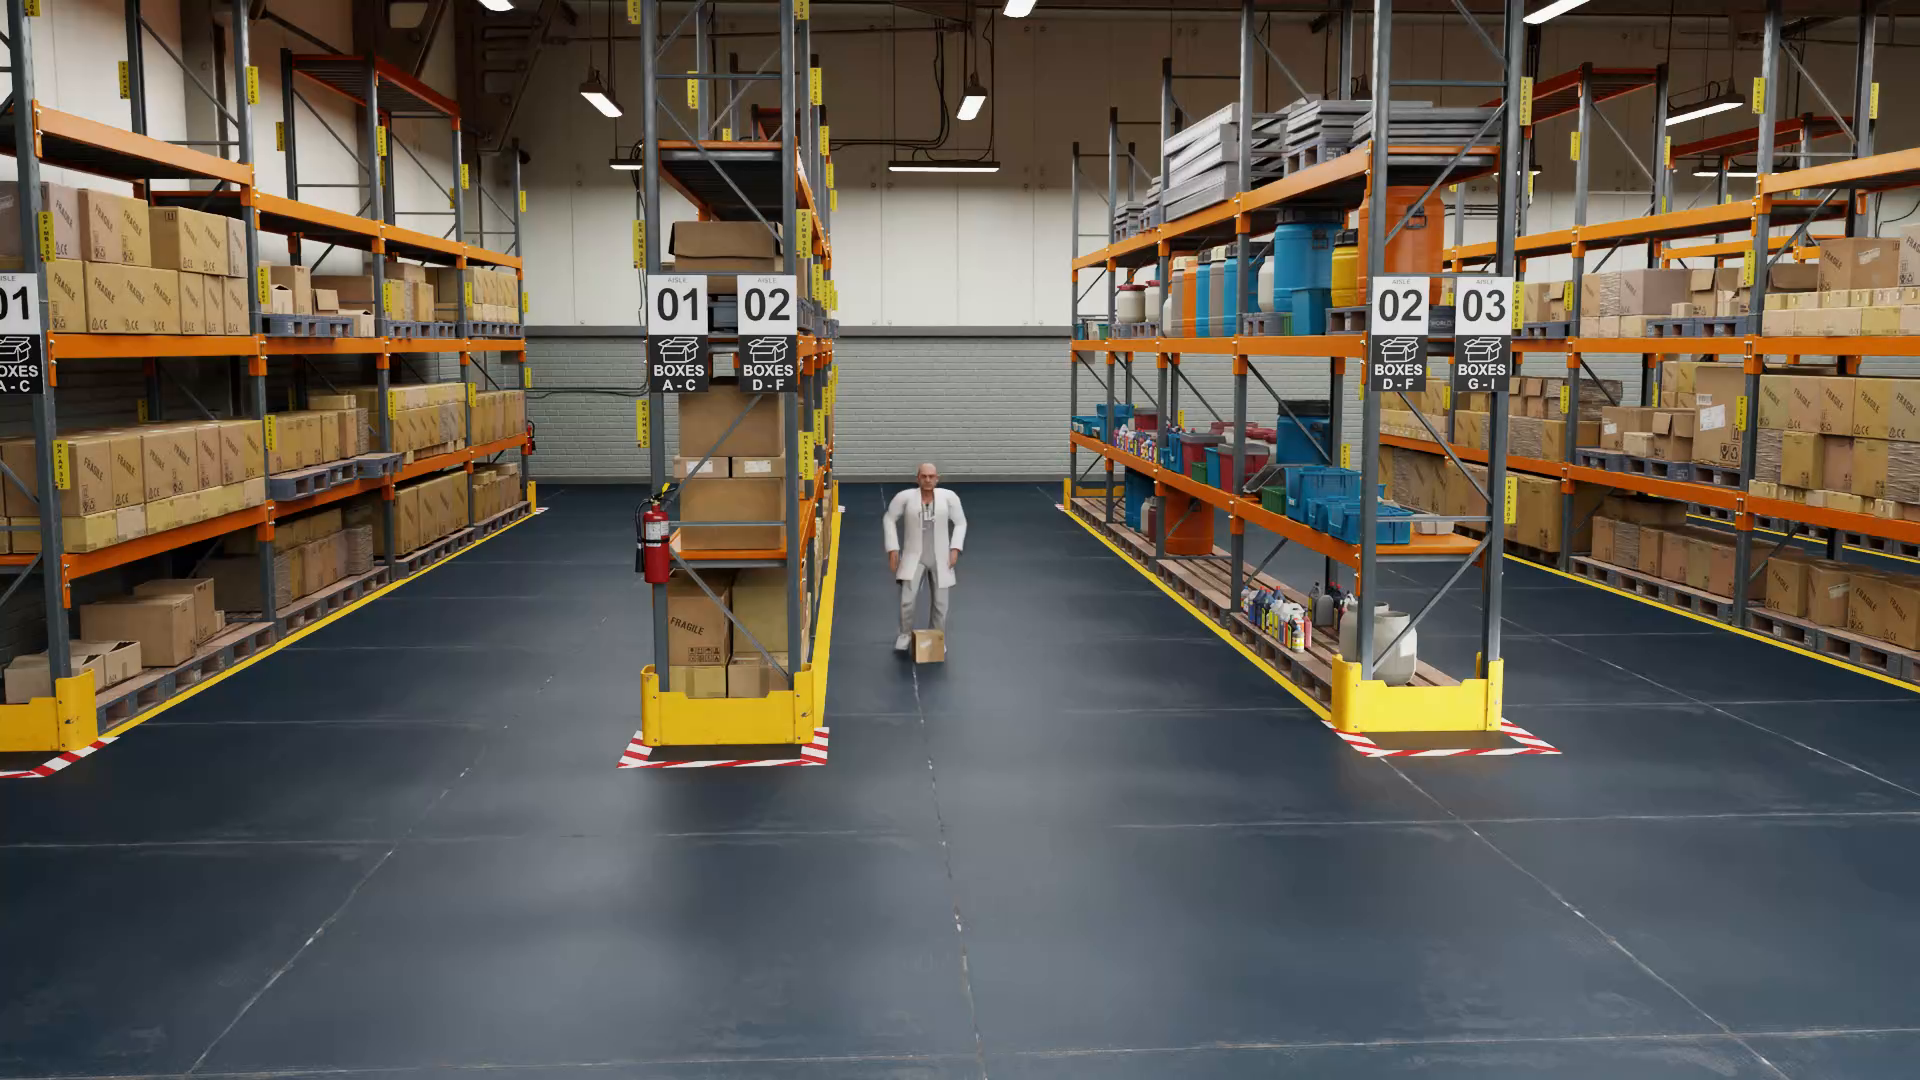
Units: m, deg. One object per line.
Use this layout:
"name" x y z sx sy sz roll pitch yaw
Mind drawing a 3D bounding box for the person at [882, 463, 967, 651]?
"person" -0.310 0.163 14.664 0.738 1.708 0.637 -1 7 -7
